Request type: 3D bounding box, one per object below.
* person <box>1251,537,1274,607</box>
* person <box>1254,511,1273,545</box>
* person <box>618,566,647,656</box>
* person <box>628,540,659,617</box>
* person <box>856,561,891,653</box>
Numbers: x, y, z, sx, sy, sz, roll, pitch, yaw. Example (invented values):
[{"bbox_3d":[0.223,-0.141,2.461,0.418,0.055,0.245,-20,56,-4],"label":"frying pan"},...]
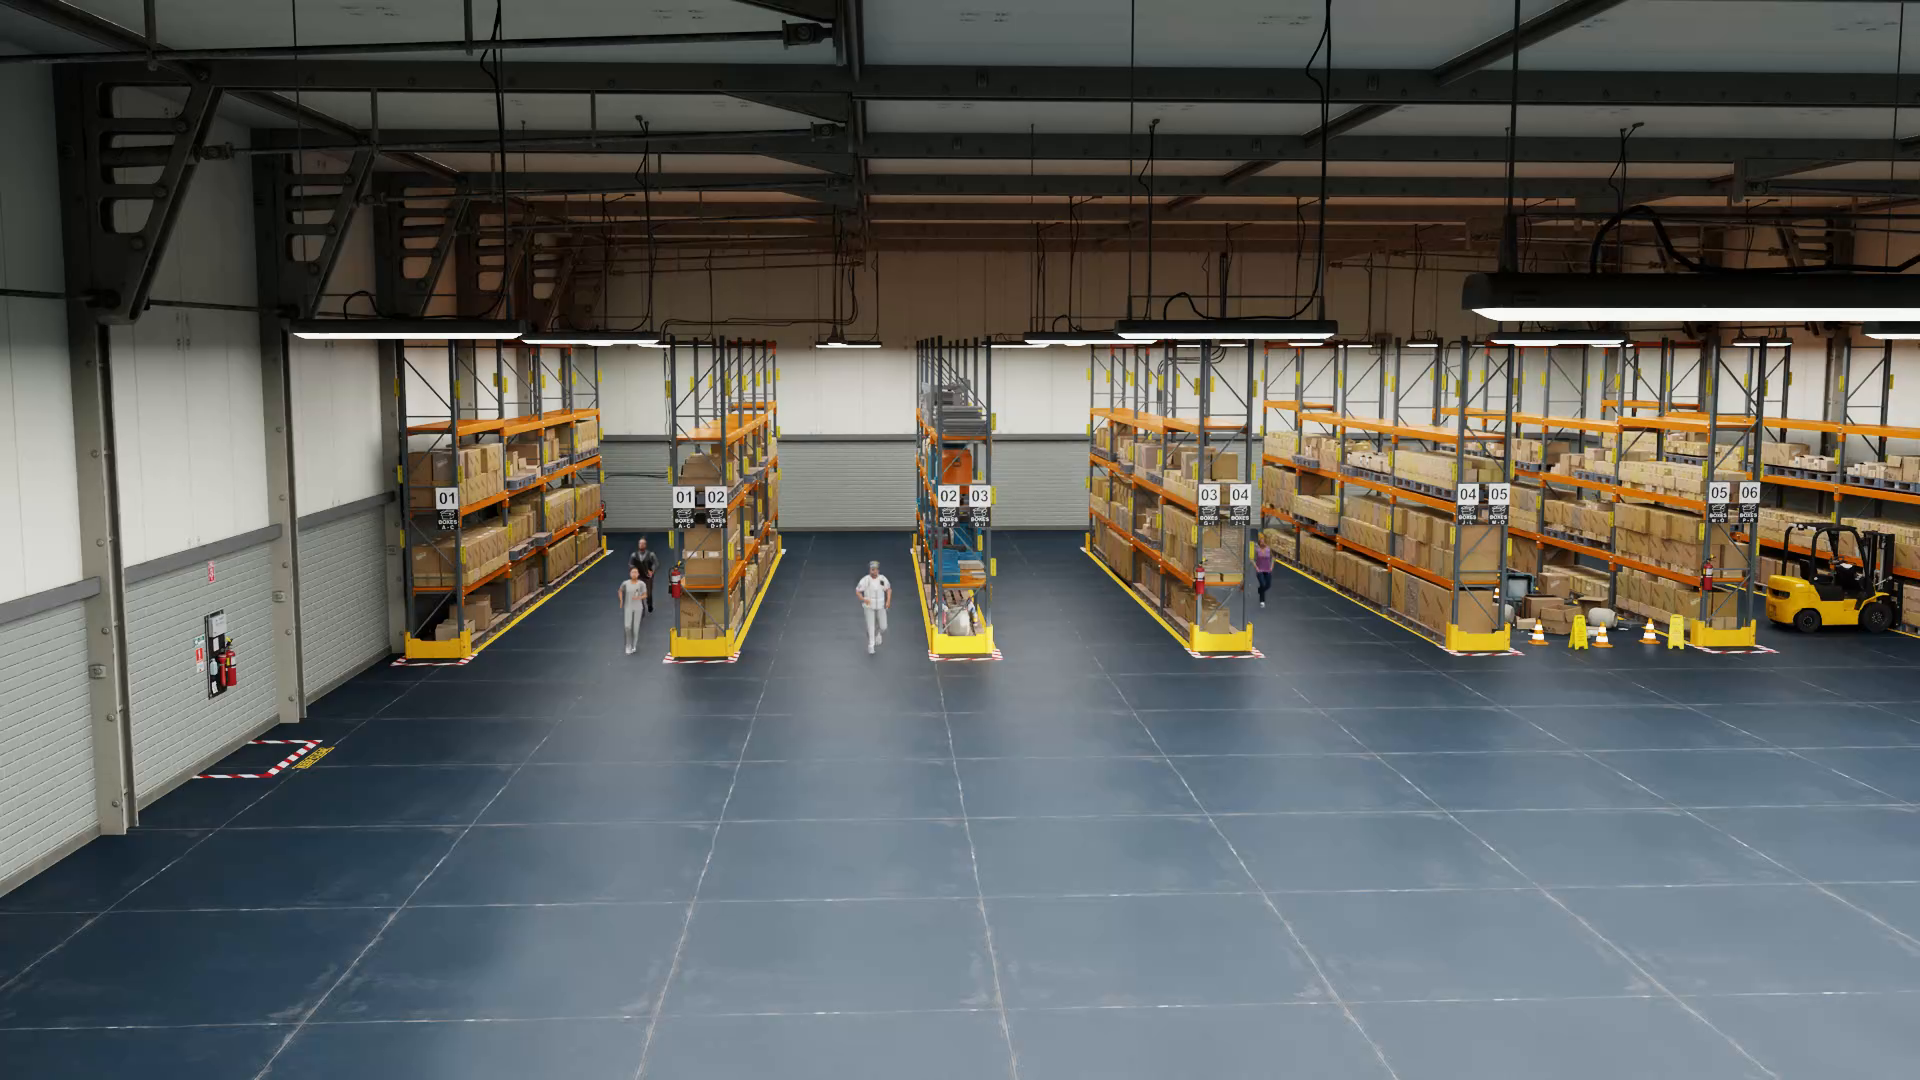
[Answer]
[{"bbox_3d":[6.803,0.719,37.433,0.537,1.551,0.506,-1,7,-5],"label":"person"},{"bbox_3d":[9.080,-0.684,49.152,0.765,1.669,0.634,-1,7,-9],"label":"person"},{"bbox_3d":[-6.182,1.334,31.459,0.537,1.671,0.616,-1,7,-11],"label":"person"},{"bbox_3d":[-6.830,0.827,35.822,0.656,1.671,0.606,0,6,-3],"label":"person"},{"bbox_3d":[-1.629,1.271,31.746,0.715,1.737,0.568,-2,7,-17],"label":"person"}]
